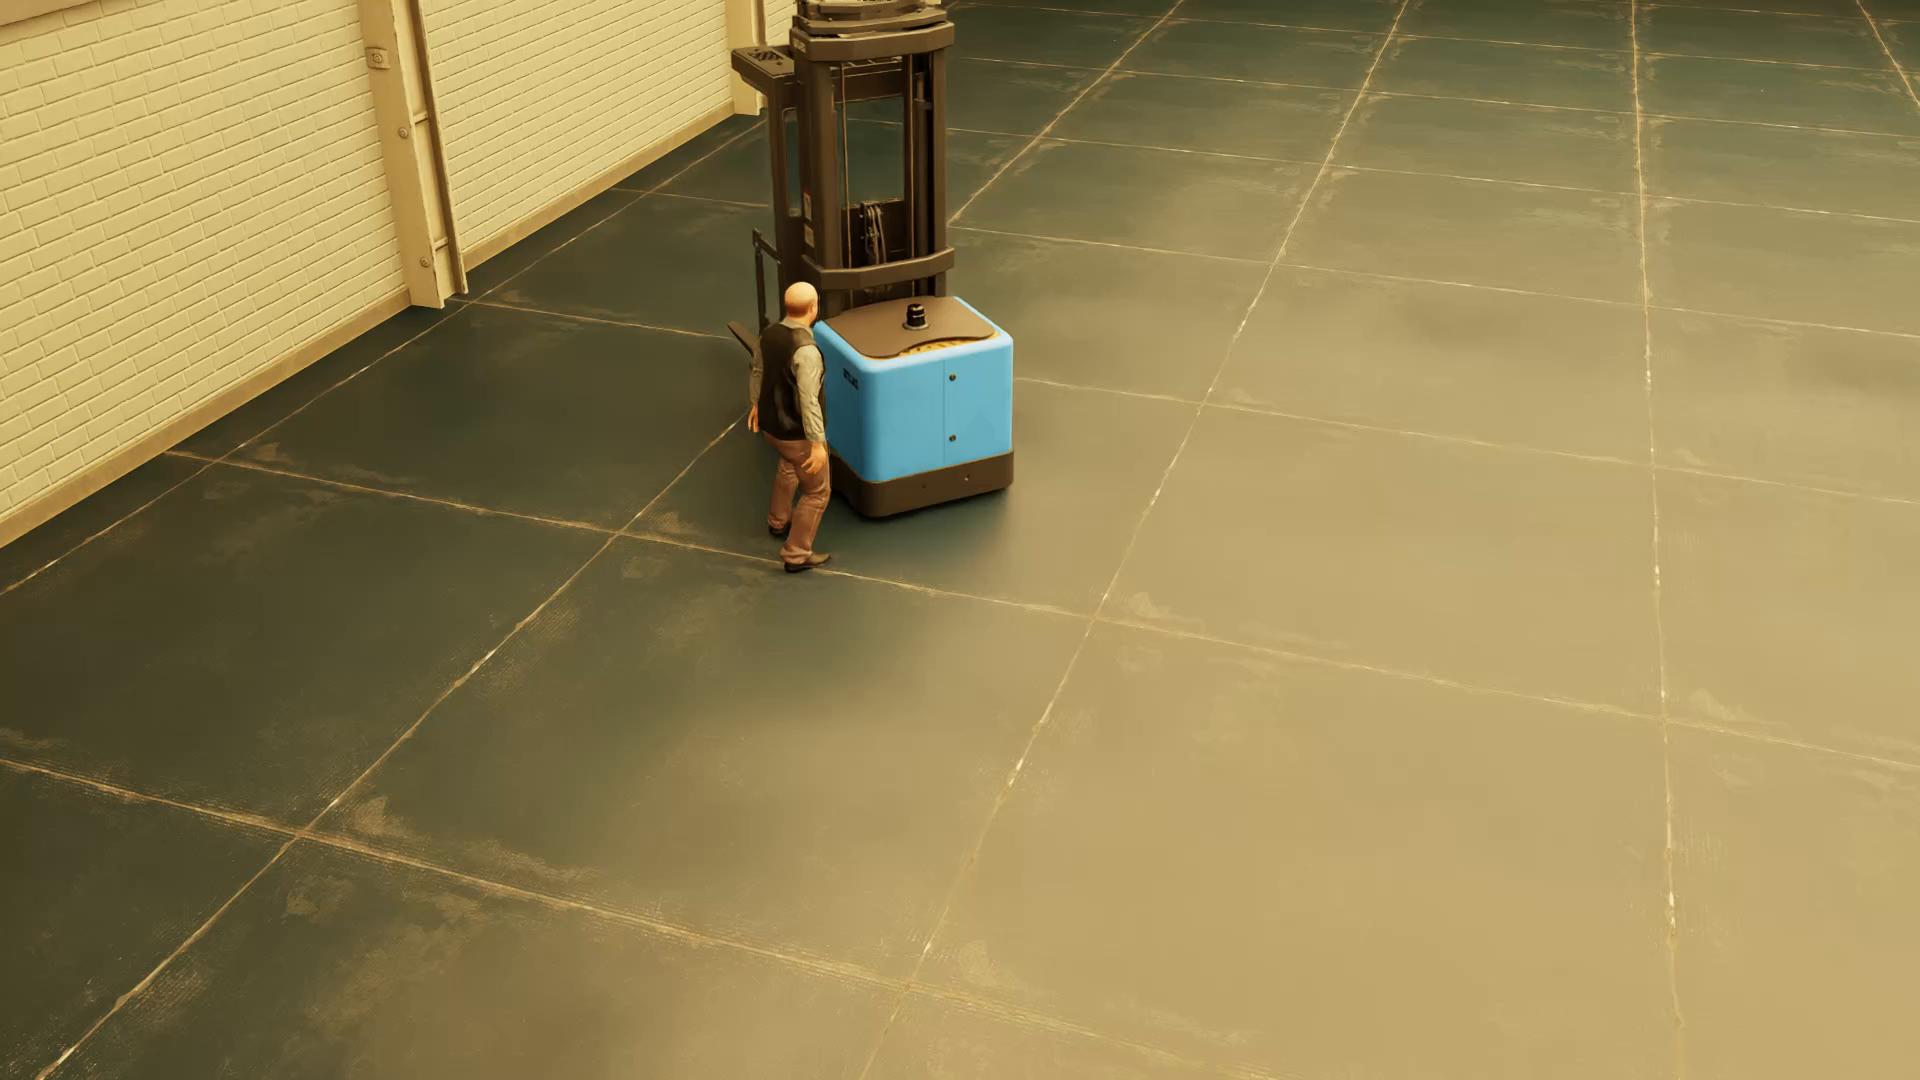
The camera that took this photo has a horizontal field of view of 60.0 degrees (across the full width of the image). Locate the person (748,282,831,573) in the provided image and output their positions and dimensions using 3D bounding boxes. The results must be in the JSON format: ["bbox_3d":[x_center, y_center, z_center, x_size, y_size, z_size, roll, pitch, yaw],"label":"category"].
[{"bbox_3d":[-0.956,-0.654,9.547,0.409,1.693,0.849,-20,35,-31],"label":"person"}]

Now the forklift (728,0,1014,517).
[{"bbox_3d":[-0.770,-2.119,10.853,1.130,2.935,3.031,-14,33,-23],"label":"forklift"}]
